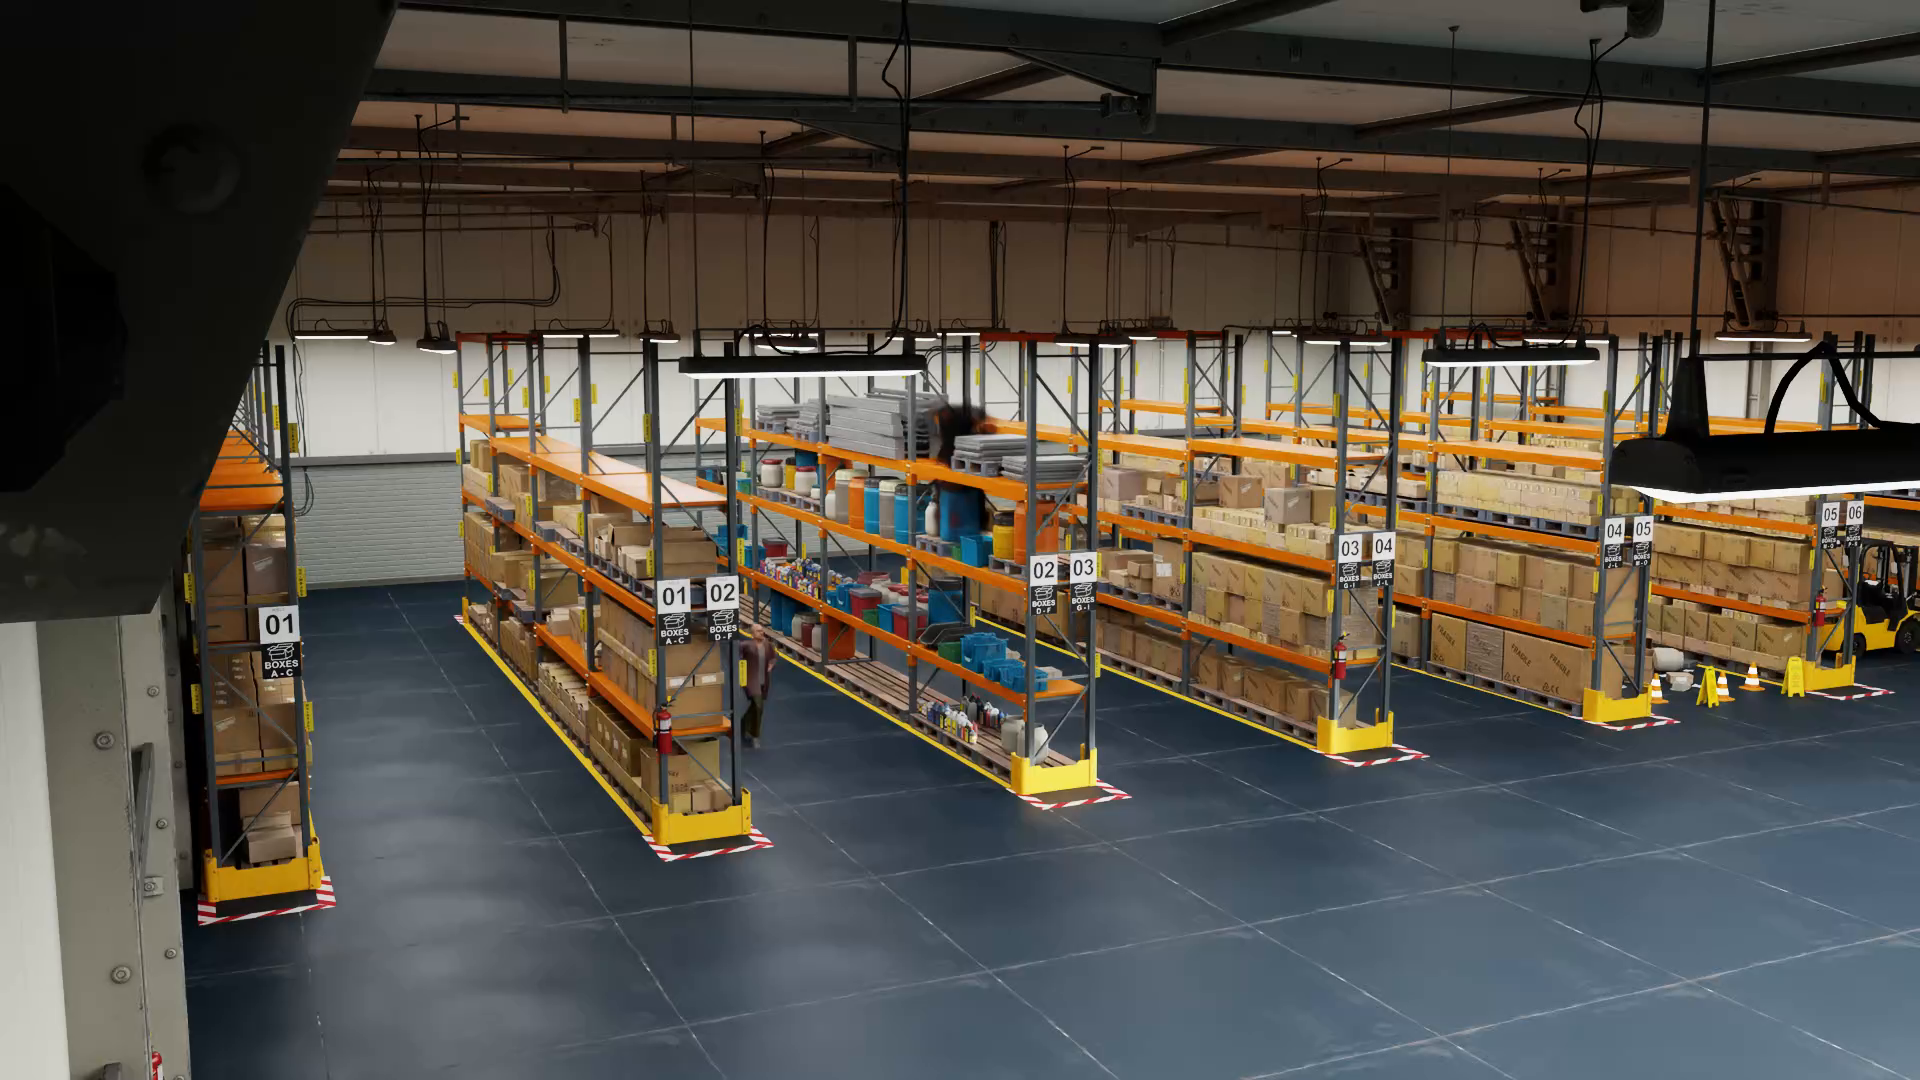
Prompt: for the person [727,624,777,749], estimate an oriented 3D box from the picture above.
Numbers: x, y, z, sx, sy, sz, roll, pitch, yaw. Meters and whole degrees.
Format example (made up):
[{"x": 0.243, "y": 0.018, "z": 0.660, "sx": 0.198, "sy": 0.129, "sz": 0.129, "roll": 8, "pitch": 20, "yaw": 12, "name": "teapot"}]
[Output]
[{"x": -3.041, "y": 2.153, "z": 24.682, "sx": 0.741, "sy": 1.859, "sz": 0.702, "roll": -6, "pitch": 10, "yaw": -39, "name": "person"}]
